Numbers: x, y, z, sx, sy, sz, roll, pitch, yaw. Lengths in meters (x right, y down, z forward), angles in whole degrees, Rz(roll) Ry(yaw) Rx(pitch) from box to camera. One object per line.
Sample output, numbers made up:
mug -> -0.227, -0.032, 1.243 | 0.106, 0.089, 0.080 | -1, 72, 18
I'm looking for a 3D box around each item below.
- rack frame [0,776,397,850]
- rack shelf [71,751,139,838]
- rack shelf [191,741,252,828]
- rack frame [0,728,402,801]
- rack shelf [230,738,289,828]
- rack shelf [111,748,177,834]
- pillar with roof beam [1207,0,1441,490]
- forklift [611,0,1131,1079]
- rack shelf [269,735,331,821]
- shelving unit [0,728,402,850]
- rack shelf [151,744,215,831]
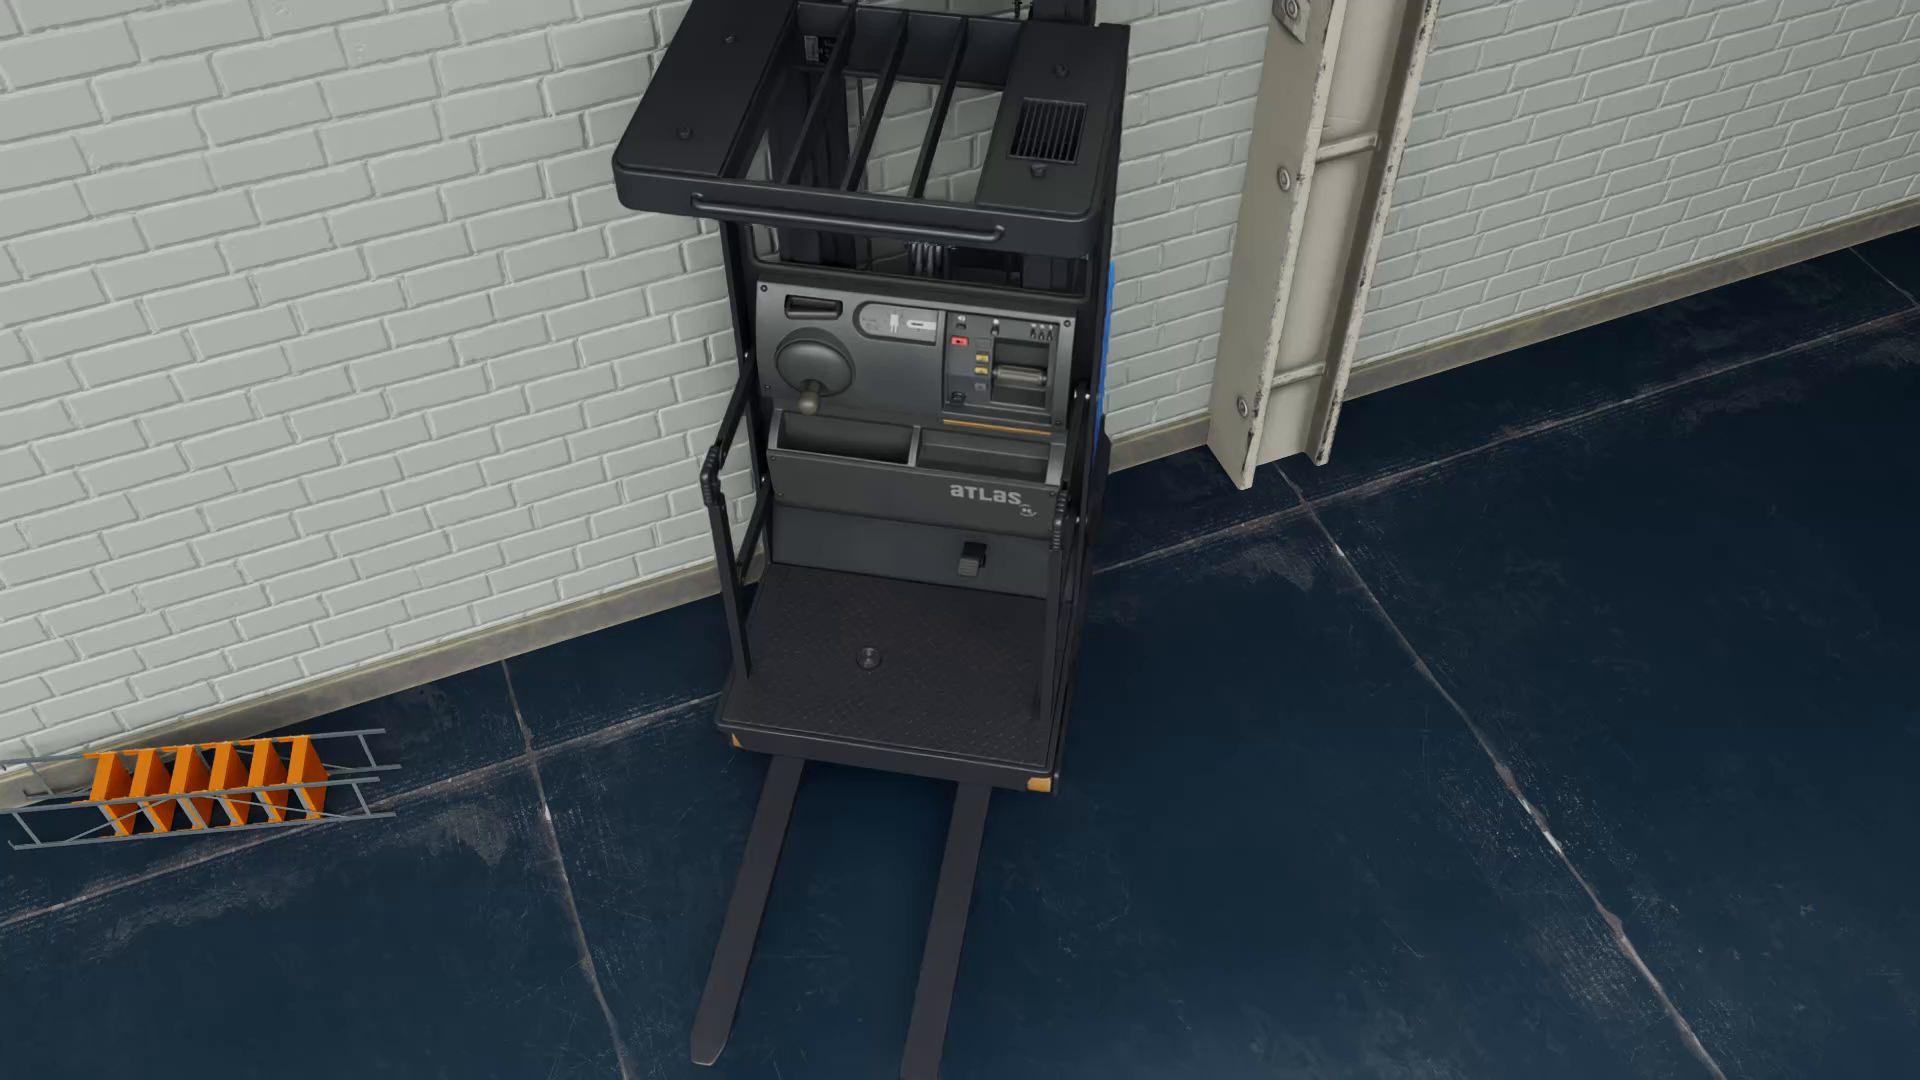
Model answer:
rack frame -> -2.445, 0.875, 5.318 | 1.200, 0.240, 0.006 | -4, 51, -5
rack shelf -> -2.738, 0.826, 5.349 | 0.103, 0.258, 0.180 | -4, 51, -5
rack shelf -> -2.381, 0.799, 5.383 | 0.103, 0.258, 0.180 | -4, 51, -5
rack frame -> -2.467, 0.734, 5.433 | 1.200, 0.240, 0.006 | -4, 51, -5
rack shelf -> -2.262, 0.789, 5.394 | 0.103, 0.258, 0.180 | -4, 51, -5
rack shelf -> -2.619, 0.817, 5.360 | 0.103, 0.258, 0.180 | -4, 51, -5
pillar with roof beam -> 2.832, -0.264, 0.545 | 0.400, 9.000, 9.100 | -17, 52, -14
forklift -> -0.169, -0.424, 4.682 | 1.130, 2.935, 3.031 | 7, 50, 6
rack shelf -> -2.143, 0.780, 5.405 | 0.103, 0.258, 0.180 | -4, 51, -5
shelving unit -> -2.456, 0.804, 5.376 | 1.200, 0.258, 0.189 | -4, 51, -5
rack shelf -> -2.500, 0.808, 5.372 | 0.103, 0.258, 0.180 | -4, 51, -5
